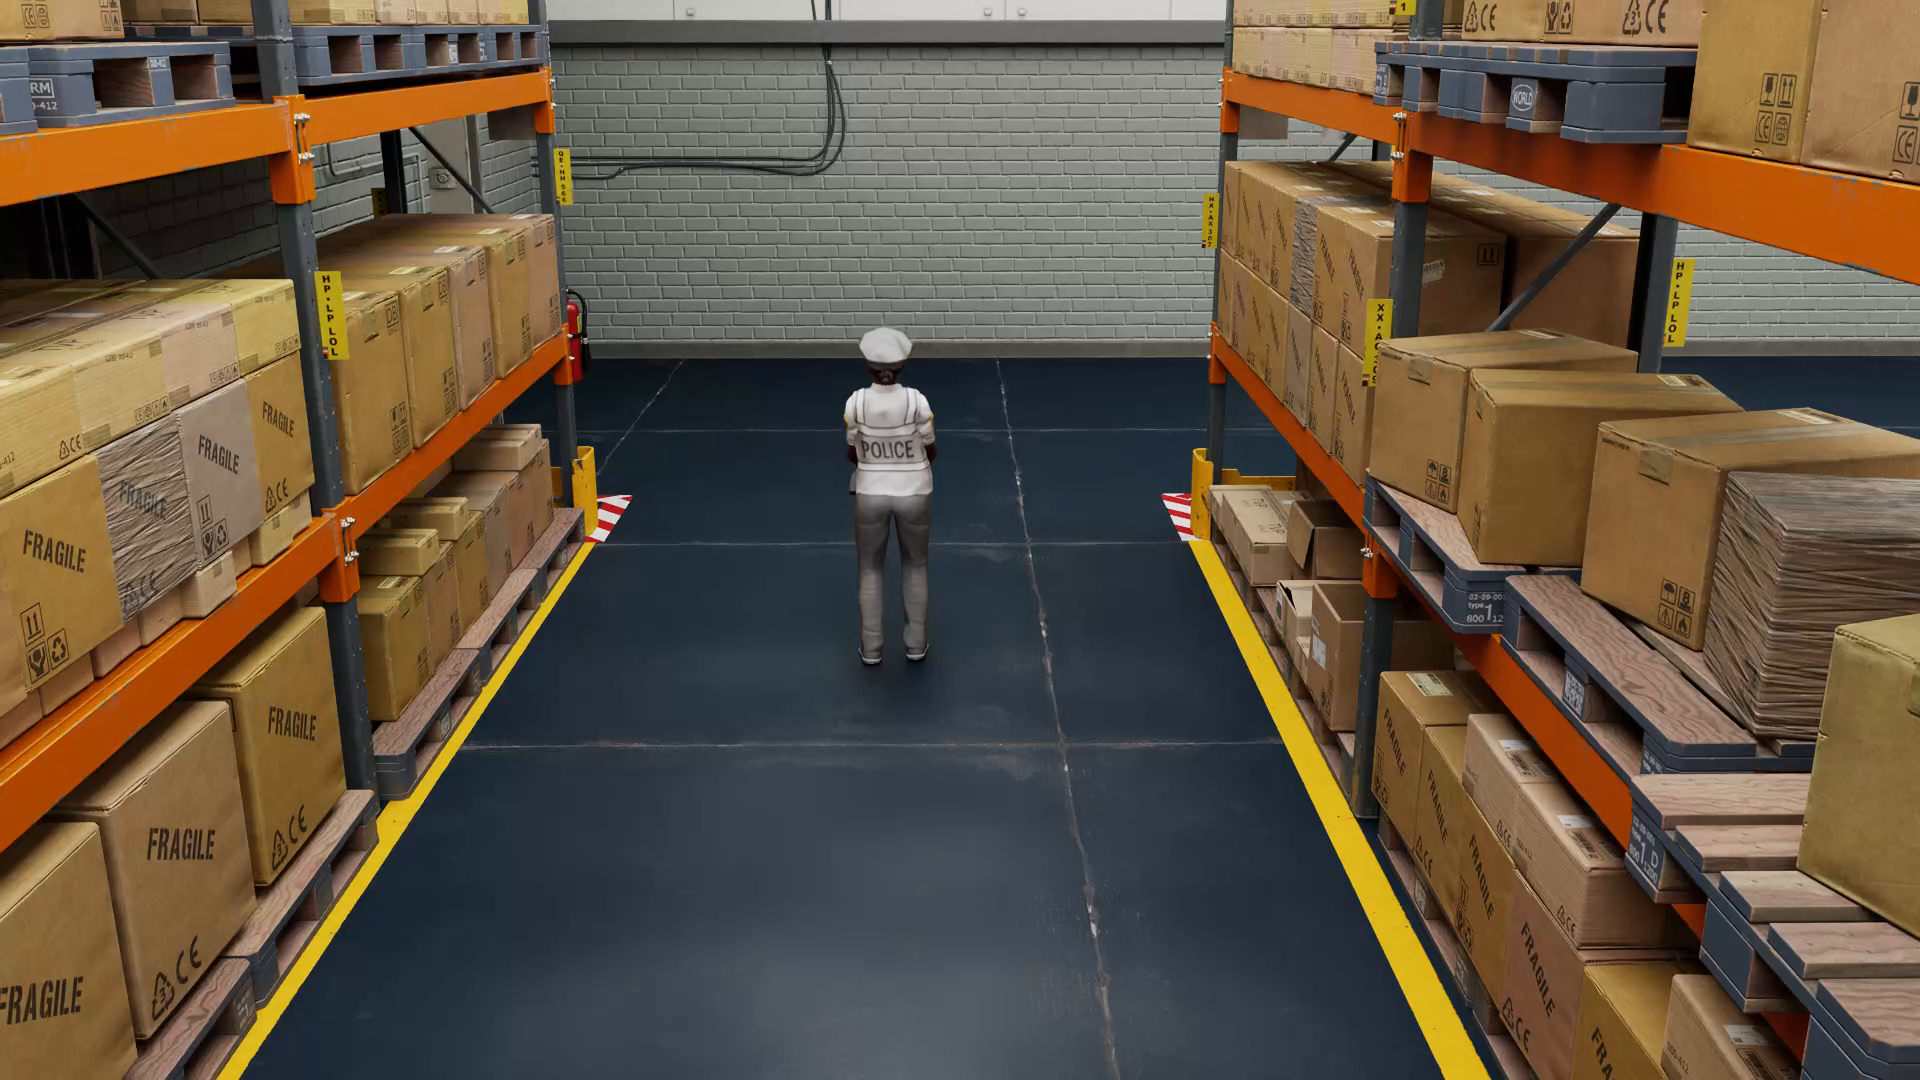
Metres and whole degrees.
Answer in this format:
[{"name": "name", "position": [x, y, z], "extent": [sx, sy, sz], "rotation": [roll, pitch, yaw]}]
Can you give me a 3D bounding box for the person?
[{"name": "person", "position": [-0.334, -0.226, 8.230], "extent": [0.450, 1.688, 0.534], "rotation": [0, 17, 0]}]
